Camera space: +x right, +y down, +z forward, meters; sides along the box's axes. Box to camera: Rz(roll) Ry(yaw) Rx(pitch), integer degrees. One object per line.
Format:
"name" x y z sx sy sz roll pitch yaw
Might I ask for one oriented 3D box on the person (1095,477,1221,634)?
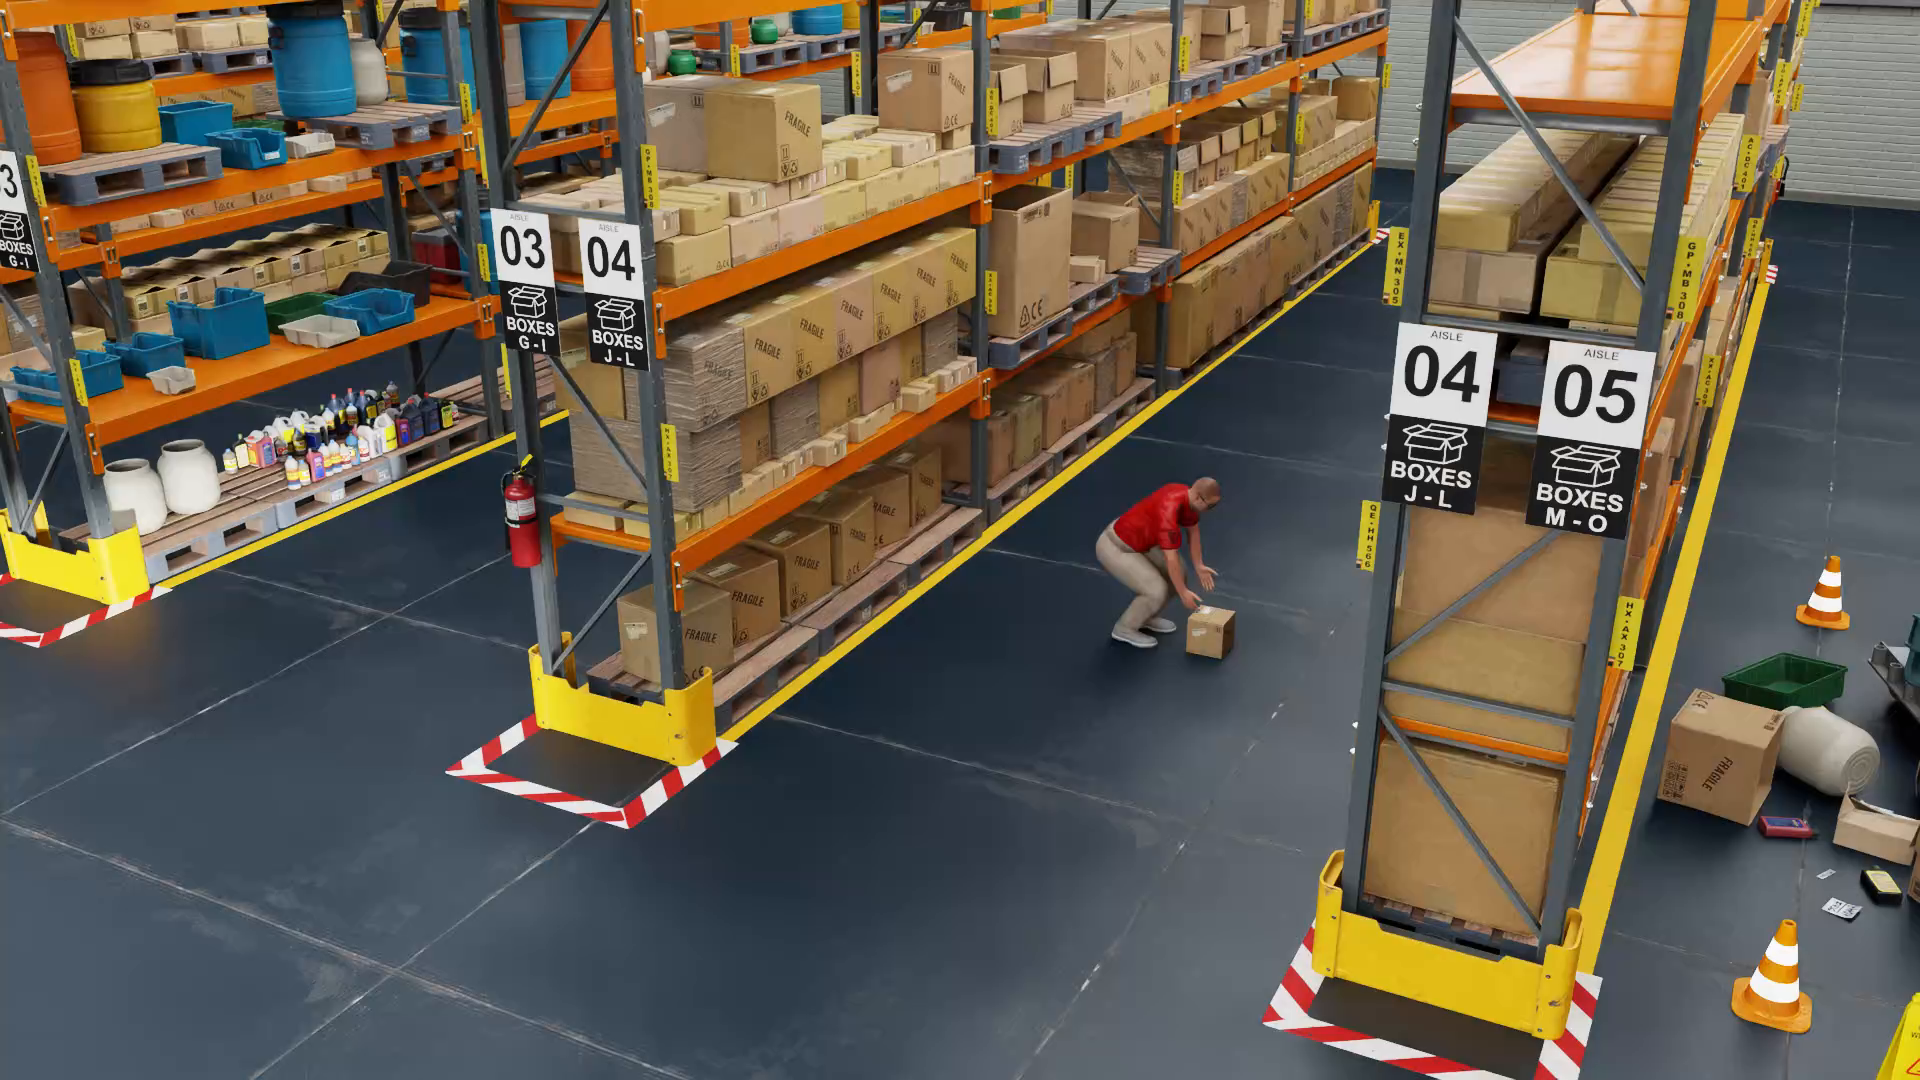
"person" 1.341 0.066 11.221 0.805 1.131 0.580 11 25 25
